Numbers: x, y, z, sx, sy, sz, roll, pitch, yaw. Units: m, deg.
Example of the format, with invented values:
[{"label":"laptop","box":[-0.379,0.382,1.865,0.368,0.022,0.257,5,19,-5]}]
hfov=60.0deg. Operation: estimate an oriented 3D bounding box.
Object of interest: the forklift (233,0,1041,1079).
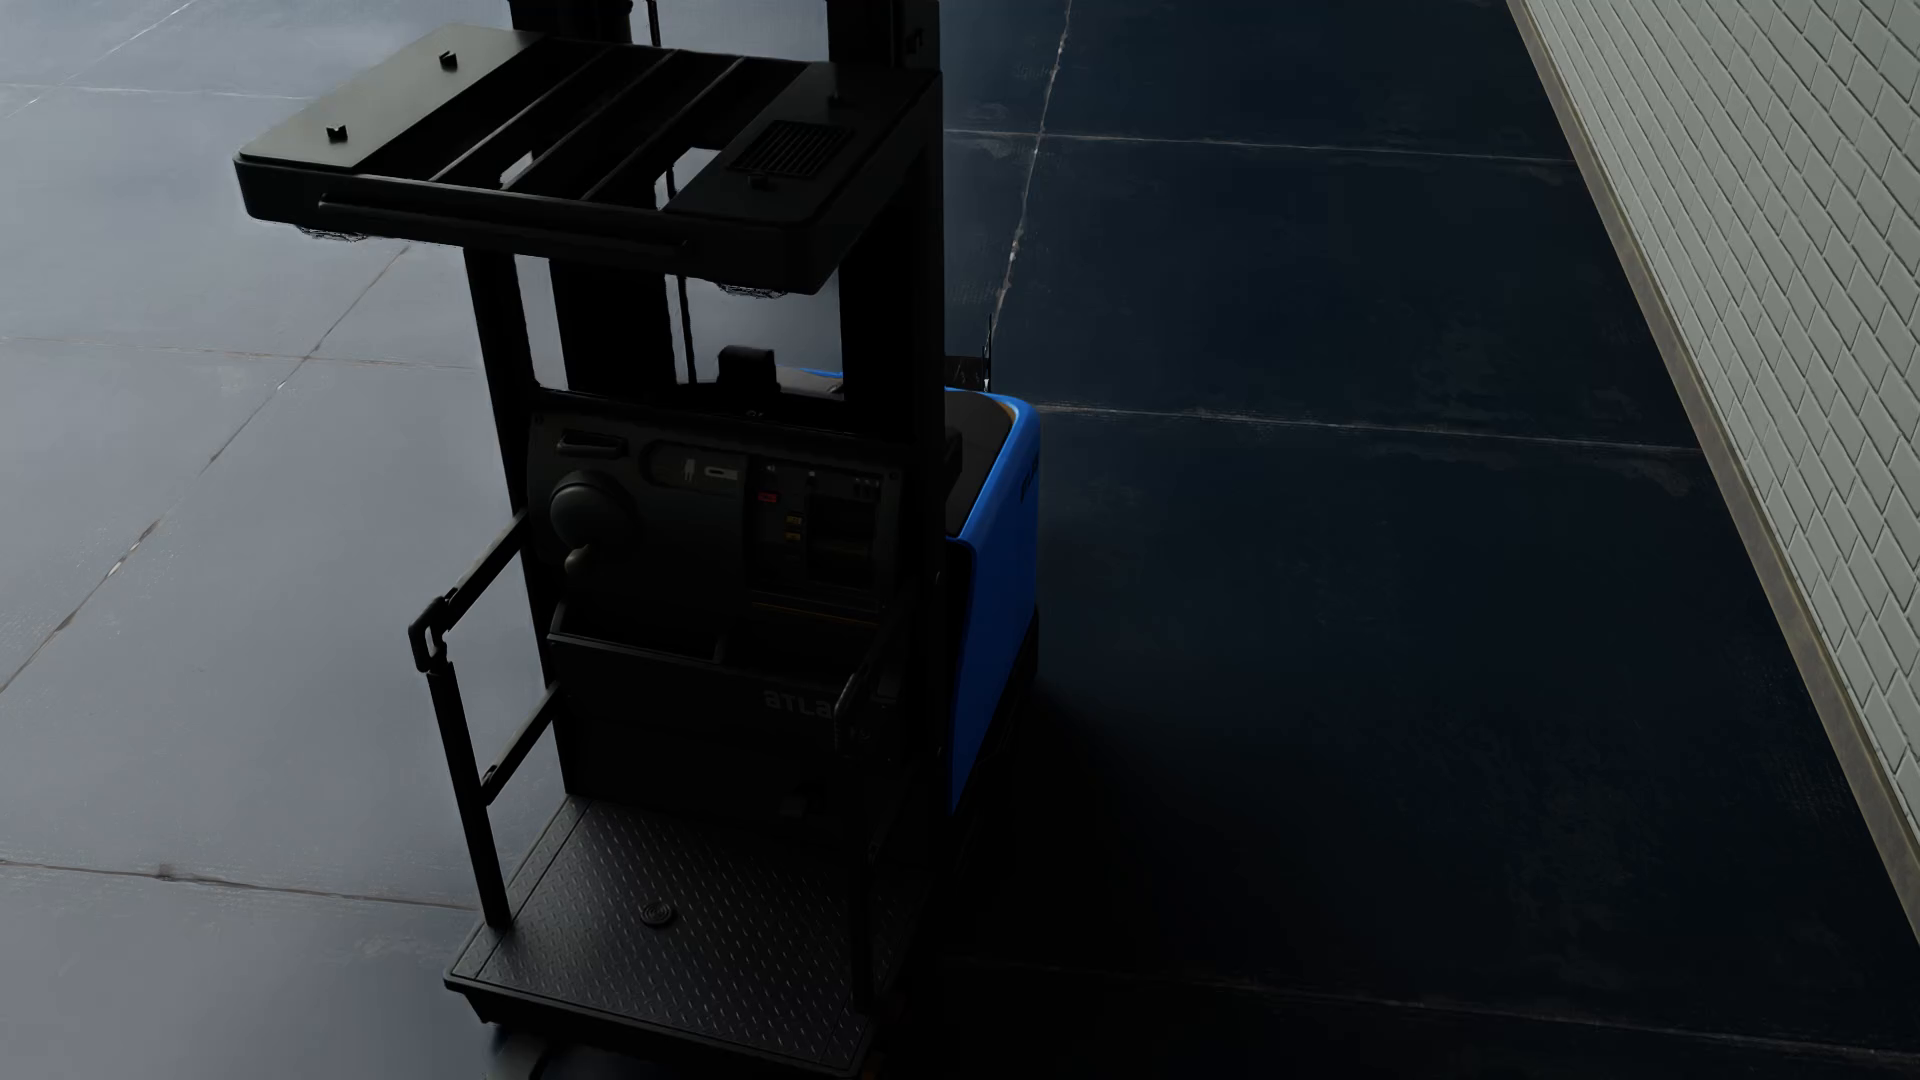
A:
[{"label":"forklift","box":[-0.637,0.003,3.722,1.130,2.935,3.031,9,37,13]}]

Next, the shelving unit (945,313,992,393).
[{"label":"shelving unit","box":[-0.008,-0.367,5.989,0.210,0.900,0.258,4,36,6]}]

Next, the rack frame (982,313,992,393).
[{"label":"rack frame","box":[0.093,-0.359,5.979,0.006,0.900,0.240,4,36,6]}]

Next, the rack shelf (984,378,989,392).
[{"label":"rack shelf","box":[-0.008,-0.486,5.904,0.200,0.077,0.258,4,36,6]}]

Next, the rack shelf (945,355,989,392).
[{"label":"rack shelf","box":[-0.008,-0.560,5.852,0.200,0.077,0.258,4,36,6]}]
